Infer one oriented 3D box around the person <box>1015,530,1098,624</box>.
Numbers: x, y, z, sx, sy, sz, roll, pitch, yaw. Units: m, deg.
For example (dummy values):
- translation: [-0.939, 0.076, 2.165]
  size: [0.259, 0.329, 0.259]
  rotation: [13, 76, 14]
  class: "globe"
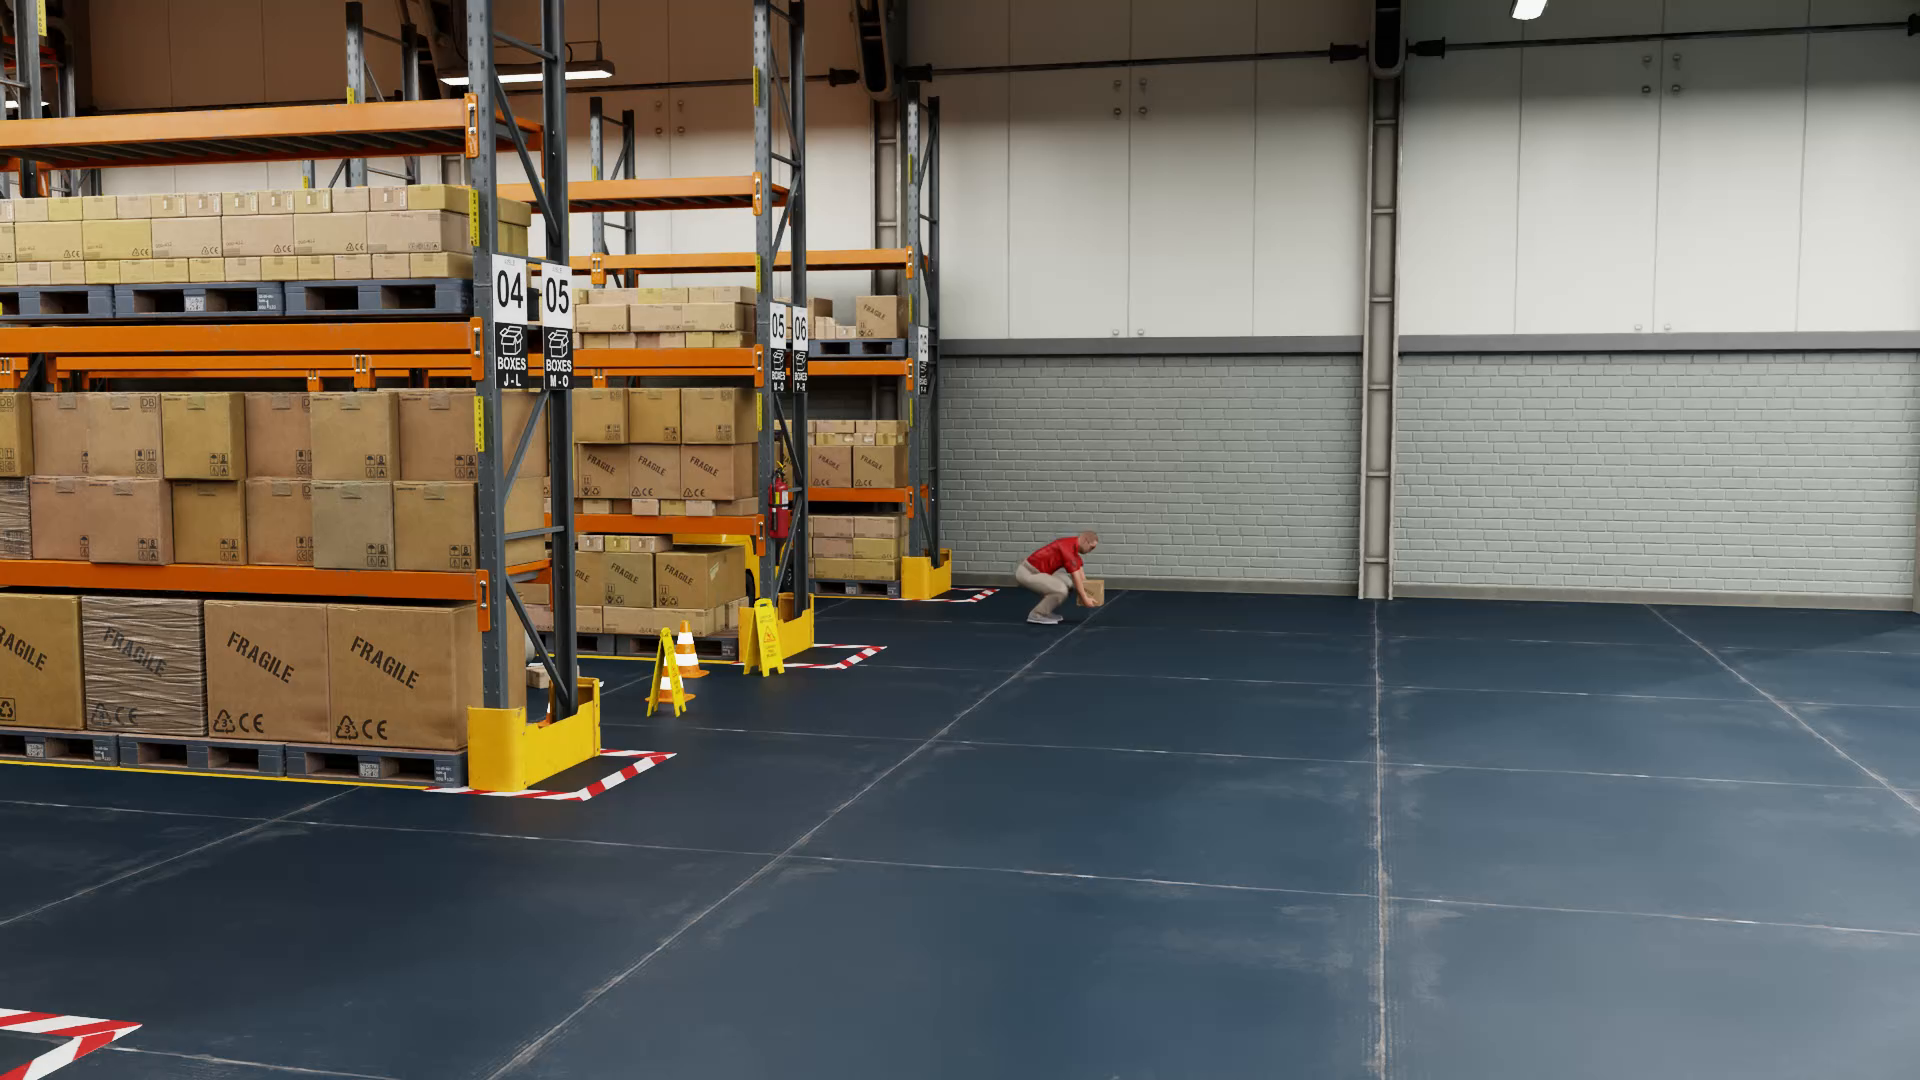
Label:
- translation: [1.037, 0.388, 17.511]
  size: [0.890, 0.987, 0.533]
  rotation: [1, 5, 12]
  class: "person"
